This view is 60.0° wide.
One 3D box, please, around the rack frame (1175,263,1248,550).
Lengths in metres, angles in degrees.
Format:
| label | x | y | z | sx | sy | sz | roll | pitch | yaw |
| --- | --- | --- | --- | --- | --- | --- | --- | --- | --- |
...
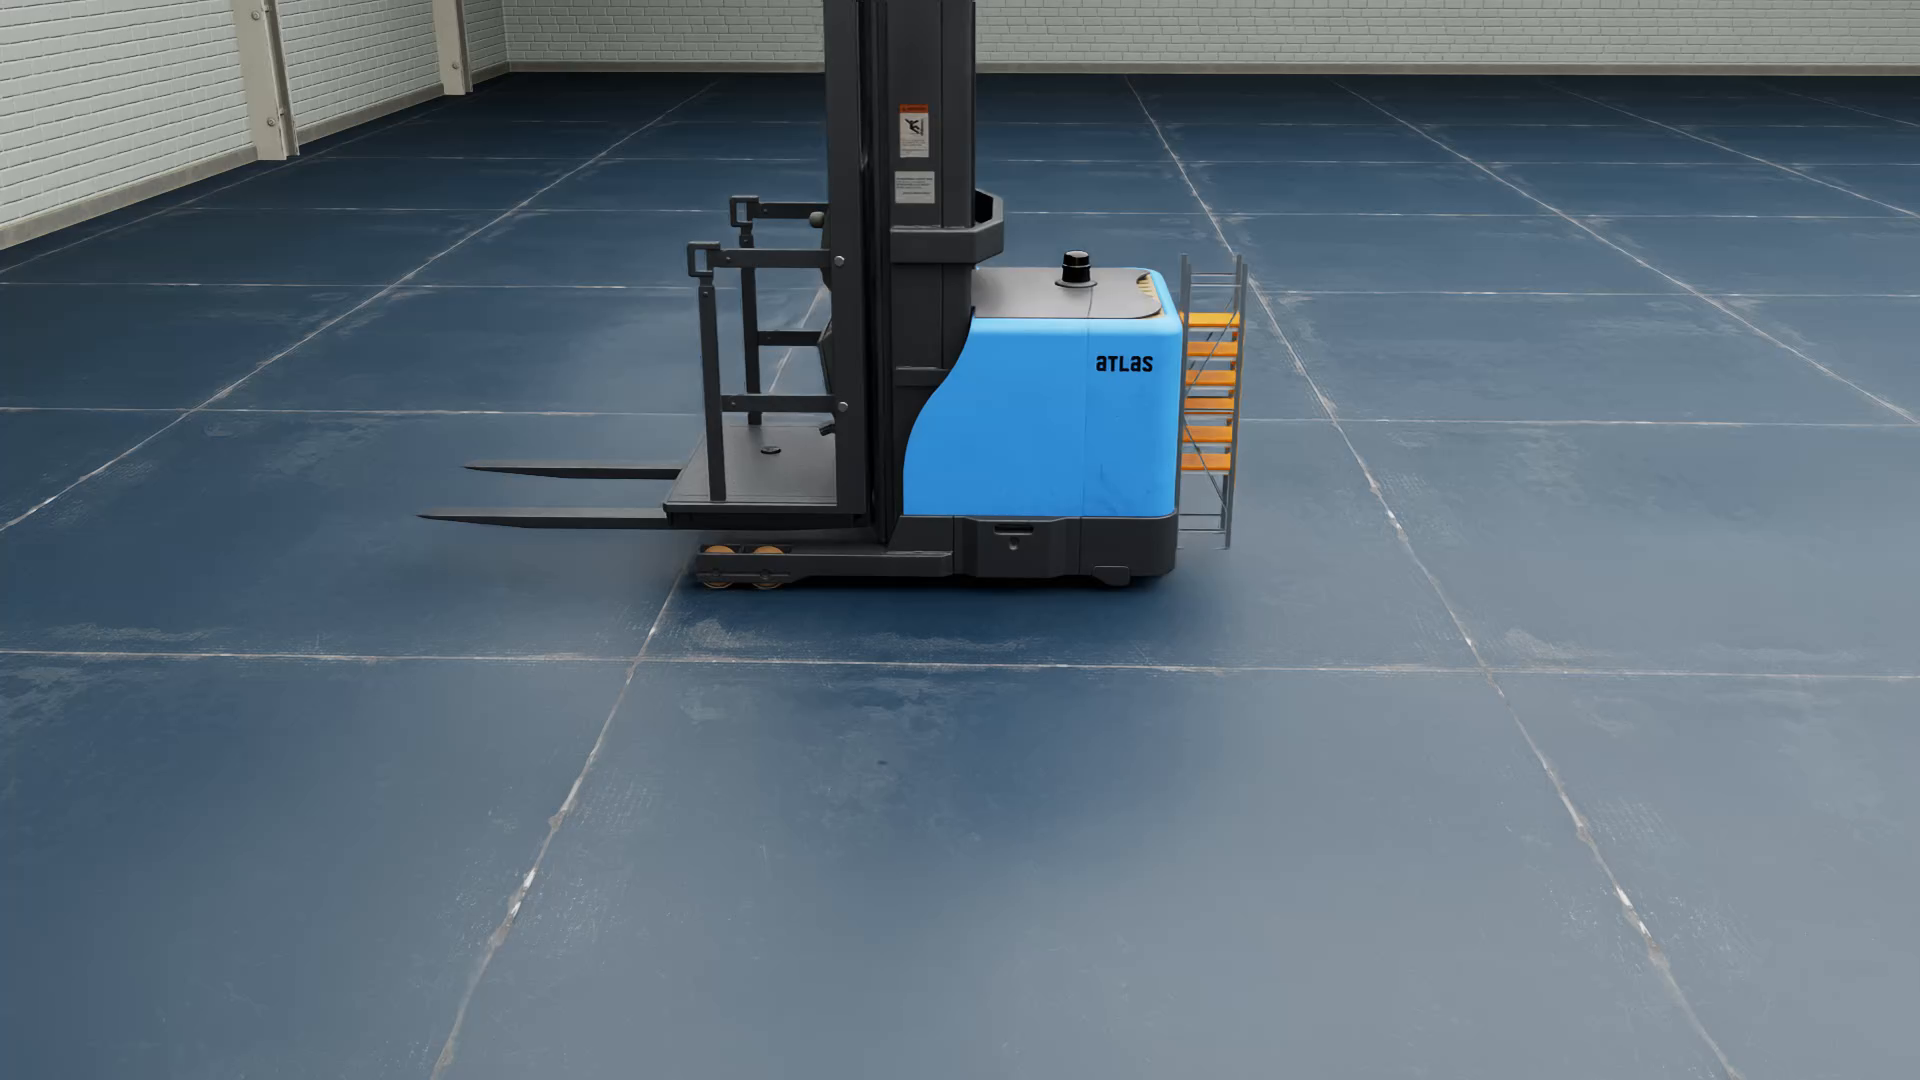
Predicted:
| label | x | y | z | sx | sy | sz | roll | pitch | yaw |
| --- | --- | --- | --- | --- | --- | --- | --- | --- | --- |
| rack frame | 1.005 | -0.521 | 6.712 | 0.240 | 1.200 | 0.006 | 1 | 21 | 2 |

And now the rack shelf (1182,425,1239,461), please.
| label | x | y | z | sx | sy | sz | roll | pitch | yaw |
| --- | --- | --- | --- | --- | --- | --- | --- | --- | --- |
| rack shelf | 1.008 | -0.401 | 6.857 | 0.258 | 0.103 | 0.180 | 1 | 21 | 2 |

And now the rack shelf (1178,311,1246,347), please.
| label | x | y | z | sx | sy | sz | roll | pitch | yaw |
| --- | --- | --- | --- | --- | --- | --- | --- | --- | --- |
| rack shelf | 1.008 | -0.848 | 6.683 | 0.258 | 0.103 | 0.180 | 1 | 21 | 2 |

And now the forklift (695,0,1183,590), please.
| label | x | y | z | sx | sy | sz | roll | pitch | yaw |
| --- | --- | --- | --- | --- | --- | --- | --- | --- | --- |
| forklift | -0.656 | -1.363 | 6.489 | 3.031 | 2.935 | 1.130 | 1 | 21 | 2 |

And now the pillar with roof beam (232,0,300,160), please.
| label | x | y | z | sx | sy | sz | roll | pitch | yaw |
| --- | --- | --- | --- | --- | --- | --- | --- | --- | --- |
| pillar with roof beam | -2.792 | -8.128 | 15.536 | 9.100 | 9.000 | 0.400 | 1 | 21 | 2 |

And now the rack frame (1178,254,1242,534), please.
| label | x | y | z | sx | sy | sz | roll | pitch | yaw |
| --- | --- | --- | --- | --- | --- | --- | --- | --- | --- |
| rack frame | 1.010 | -0.587 | 6.883 | 0.240 | 1.200 | 0.006 | 1 | 21 | 2 |

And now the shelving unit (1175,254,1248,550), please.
| label | x | y | z | sx | sy | sz | roll | pitch | yaw |
| --- | --- | --- | --- | --- | --- | --- | --- | --- | --- |
| shelving unit | 1.008 | -0.554 | 6.798 | 0.258 | 1.200 | 0.189 | 1 | 21 | 2 |

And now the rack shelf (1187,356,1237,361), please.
| label | x | y | z | sx | sy | sz | roll | pitch | yaw |
| --- | --- | --- | --- | --- | --- | --- | --- | --- | --- |
| rack shelf | 1.008 | -0.755 | 6.720 | 0.199 | 0.020 | 0.166 | 1 | 21 | 2 |

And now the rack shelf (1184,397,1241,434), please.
| label | x | y | z | sx | sy | sz | roll | pitch | yaw |
| --- | --- | --- | --- | --- | --- | --- | --- | --- | --- |
| rack shelf | 1.008 | -0.513 | 6.814 | 0.258 | 0.103 | 0.180 | 1 | 21 | 2 |

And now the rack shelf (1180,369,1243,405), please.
| label | x | y | z | sx | sy | sz | roll | pitch | yaw |
| --- | --- | --- | --- | --- | --- | --- | --- | --- | --- |
| rack shelf | 1.008 | -0.624 | 6.770 | 0.258 | 0.103 | 0.180 | 1 | 21 | 2 |
